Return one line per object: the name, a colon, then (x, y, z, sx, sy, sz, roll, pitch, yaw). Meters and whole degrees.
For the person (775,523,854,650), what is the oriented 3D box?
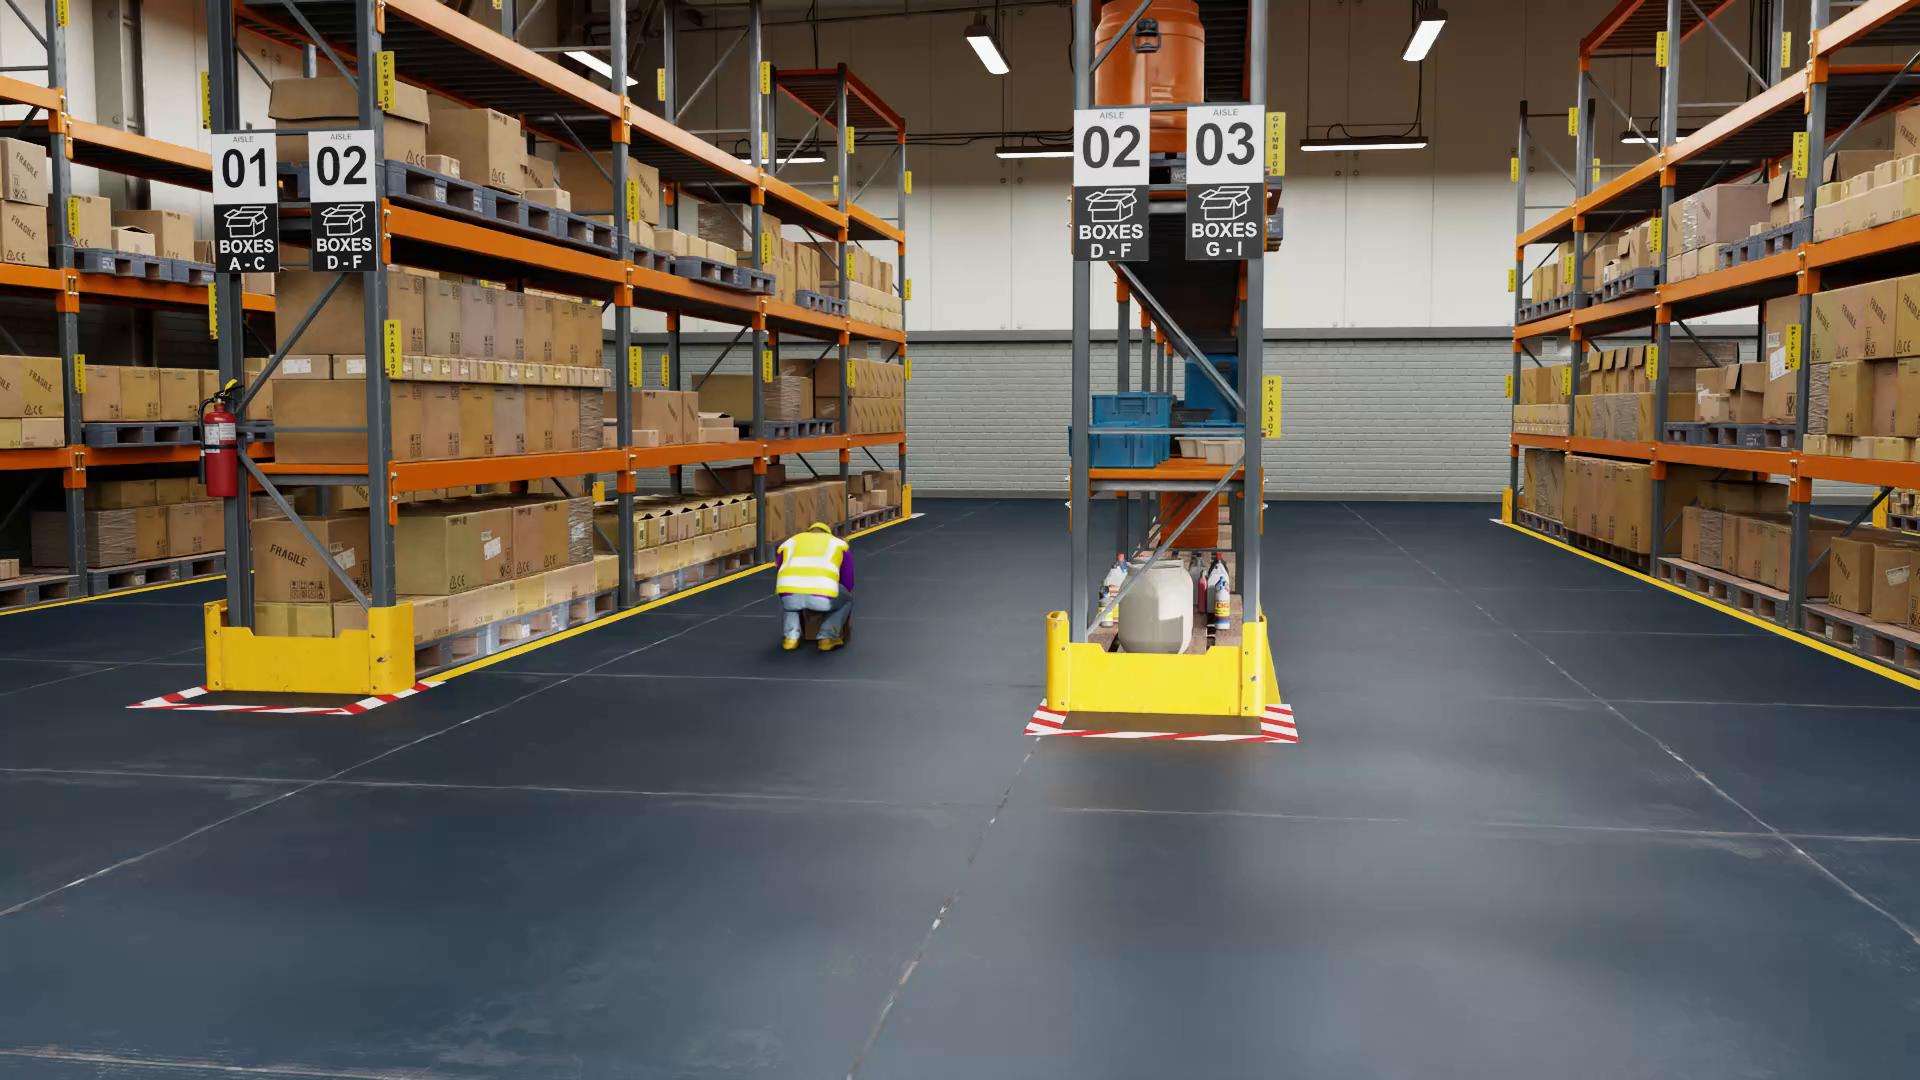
person: (-1.027, 0.346, 11.548, 0.553, 0.888, 0.916, 1, 4, 9)
